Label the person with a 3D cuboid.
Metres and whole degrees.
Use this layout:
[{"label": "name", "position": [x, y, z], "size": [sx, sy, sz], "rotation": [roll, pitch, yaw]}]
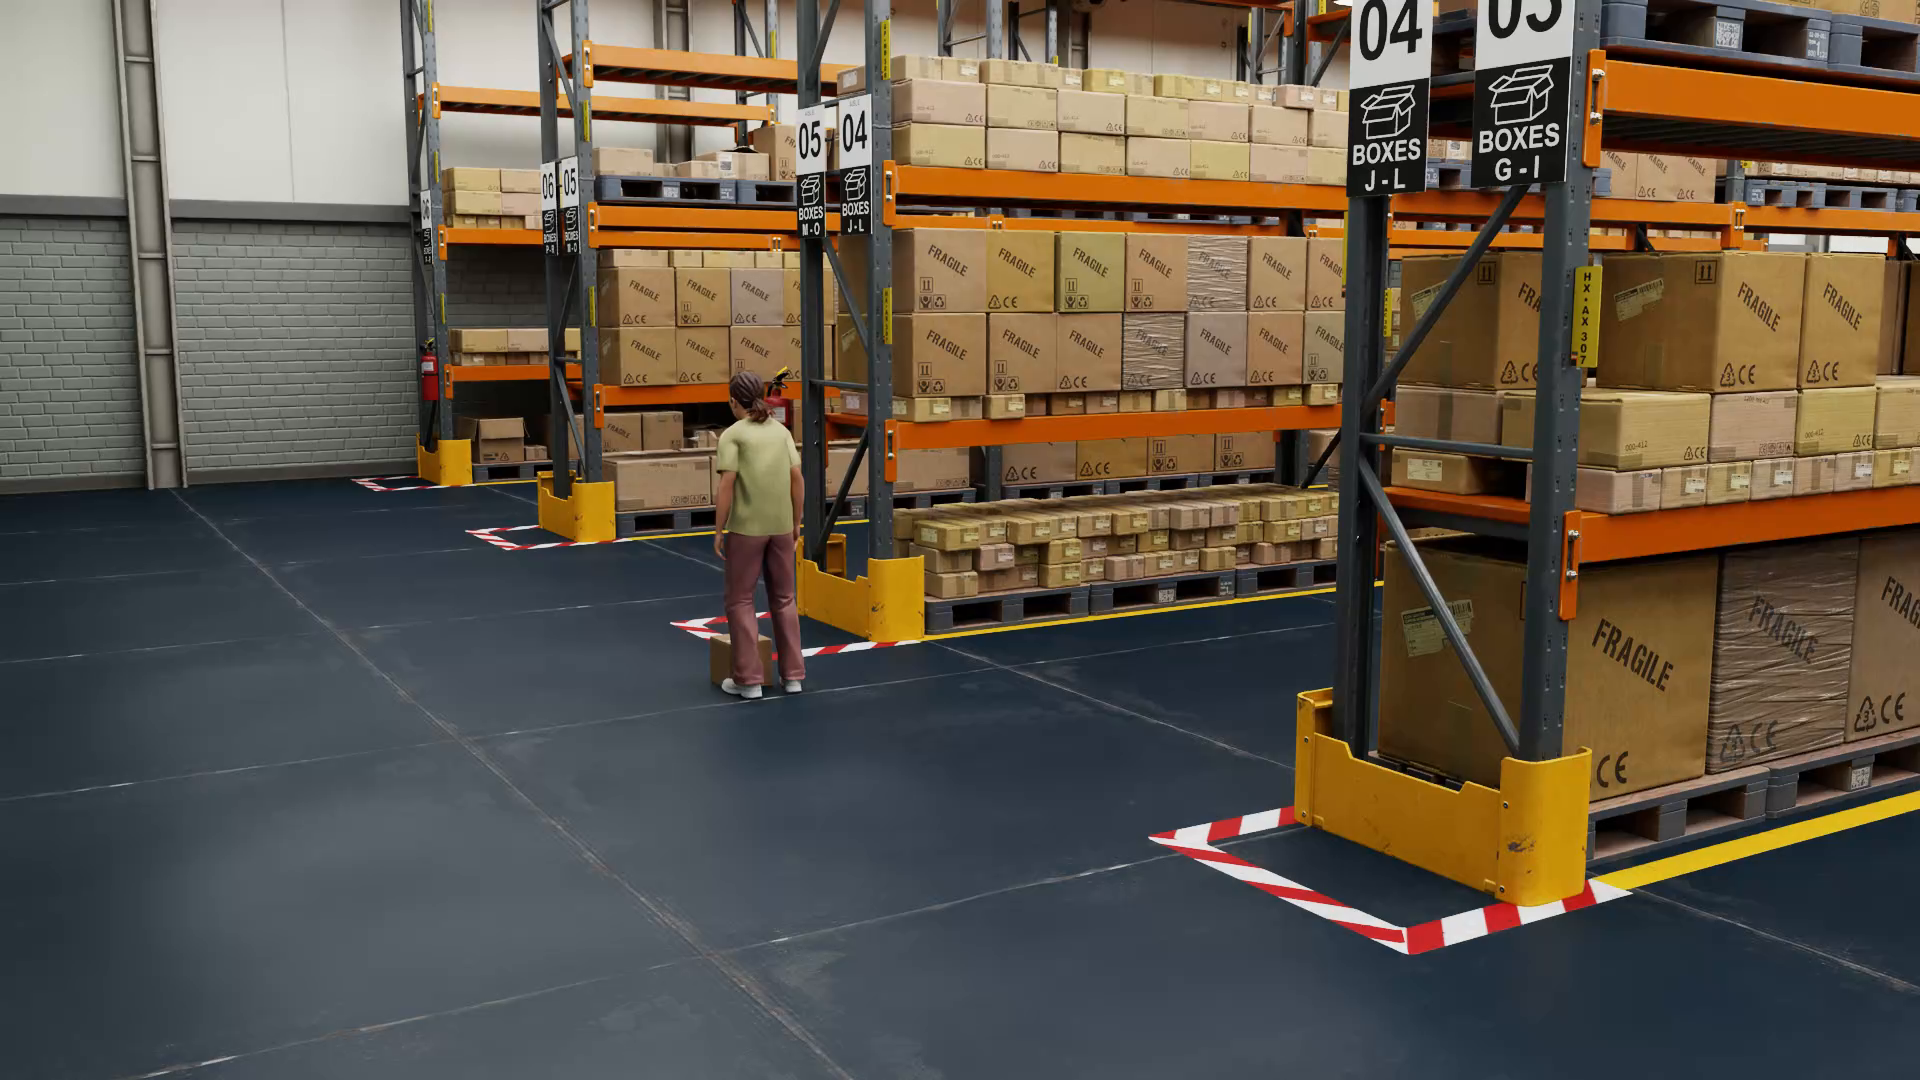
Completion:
[{"label": "person", "position": [-1.038, -0.031, 8.548], "size": [0.521, 1.671, 0.360], "rotation": [-6, 10, -34]}]
